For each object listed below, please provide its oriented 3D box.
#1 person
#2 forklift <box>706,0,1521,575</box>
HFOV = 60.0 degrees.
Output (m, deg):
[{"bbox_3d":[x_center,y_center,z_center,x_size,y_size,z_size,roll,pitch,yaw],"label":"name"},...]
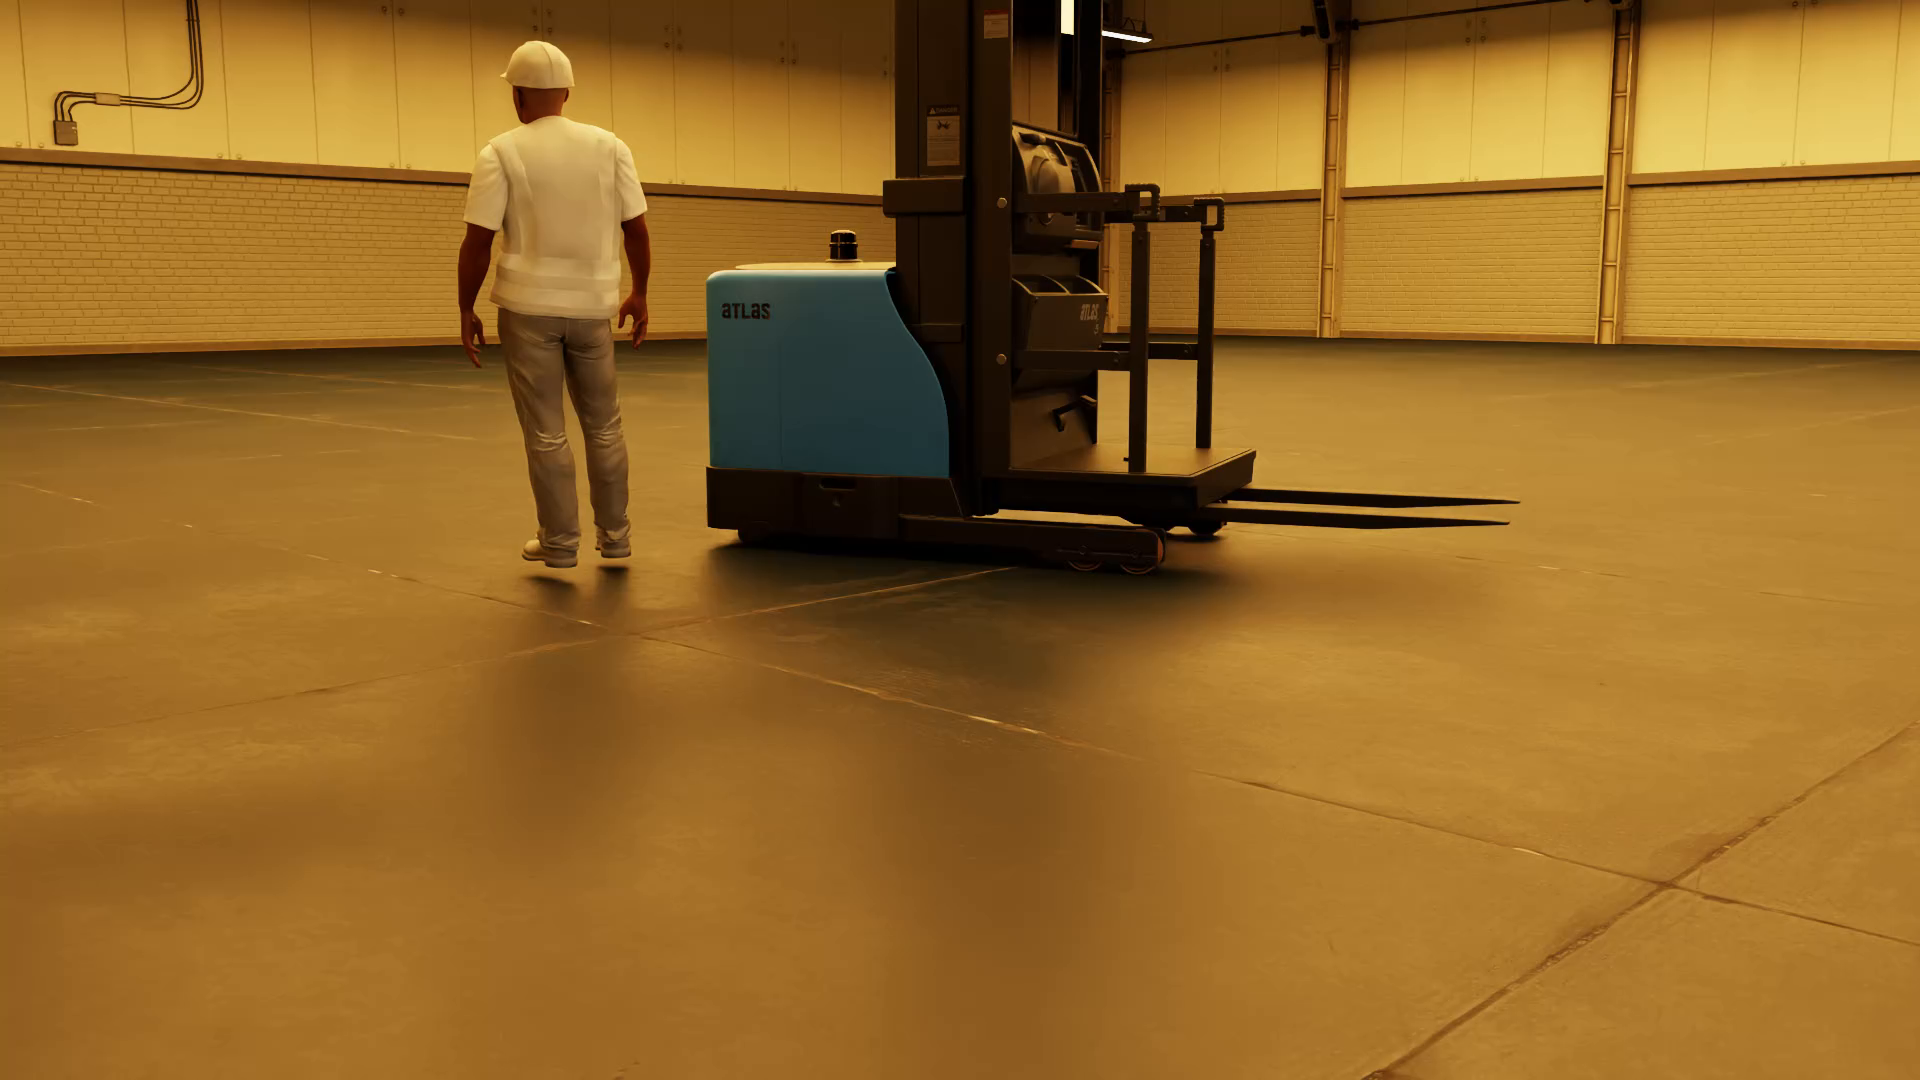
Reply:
[{"bbox_3d":[-1.410,-0.793,5.736,0.666,1.765,0.577,-5,10,-29],"label":"person"},{"bbox_3d":[0.565,-1.416,6.275,3.031,2.935,1.130,3,9,22],"label":"forklift"}]
